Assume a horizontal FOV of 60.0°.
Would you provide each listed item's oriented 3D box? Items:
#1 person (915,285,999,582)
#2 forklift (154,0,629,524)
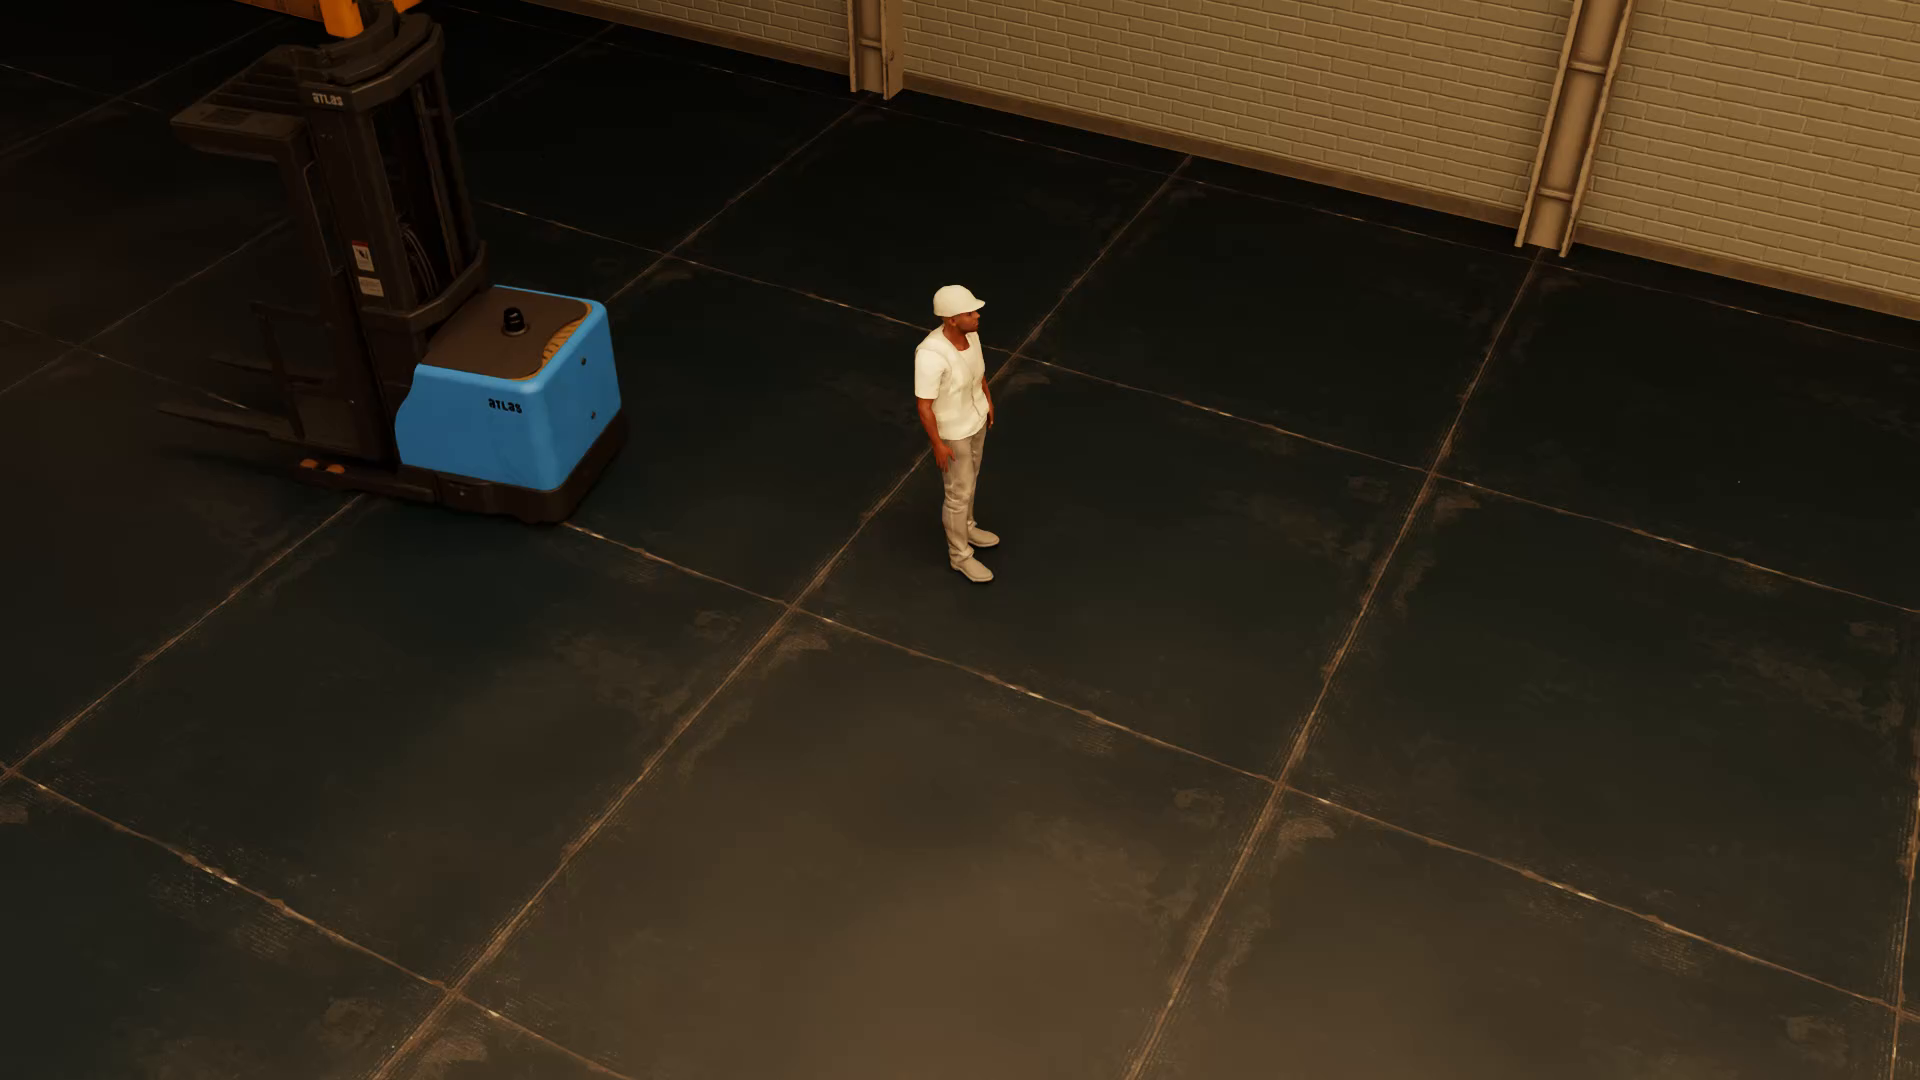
[{"bbox_3d":[0.058,-0.654,9.661,0.577,1.759,0.664,18,43,21],"label":"person"},{"bbox_3d":[-3.762,-1.755,10.070,3.031,2.935,1.130,11,41,12],"label":"forklift"}]
